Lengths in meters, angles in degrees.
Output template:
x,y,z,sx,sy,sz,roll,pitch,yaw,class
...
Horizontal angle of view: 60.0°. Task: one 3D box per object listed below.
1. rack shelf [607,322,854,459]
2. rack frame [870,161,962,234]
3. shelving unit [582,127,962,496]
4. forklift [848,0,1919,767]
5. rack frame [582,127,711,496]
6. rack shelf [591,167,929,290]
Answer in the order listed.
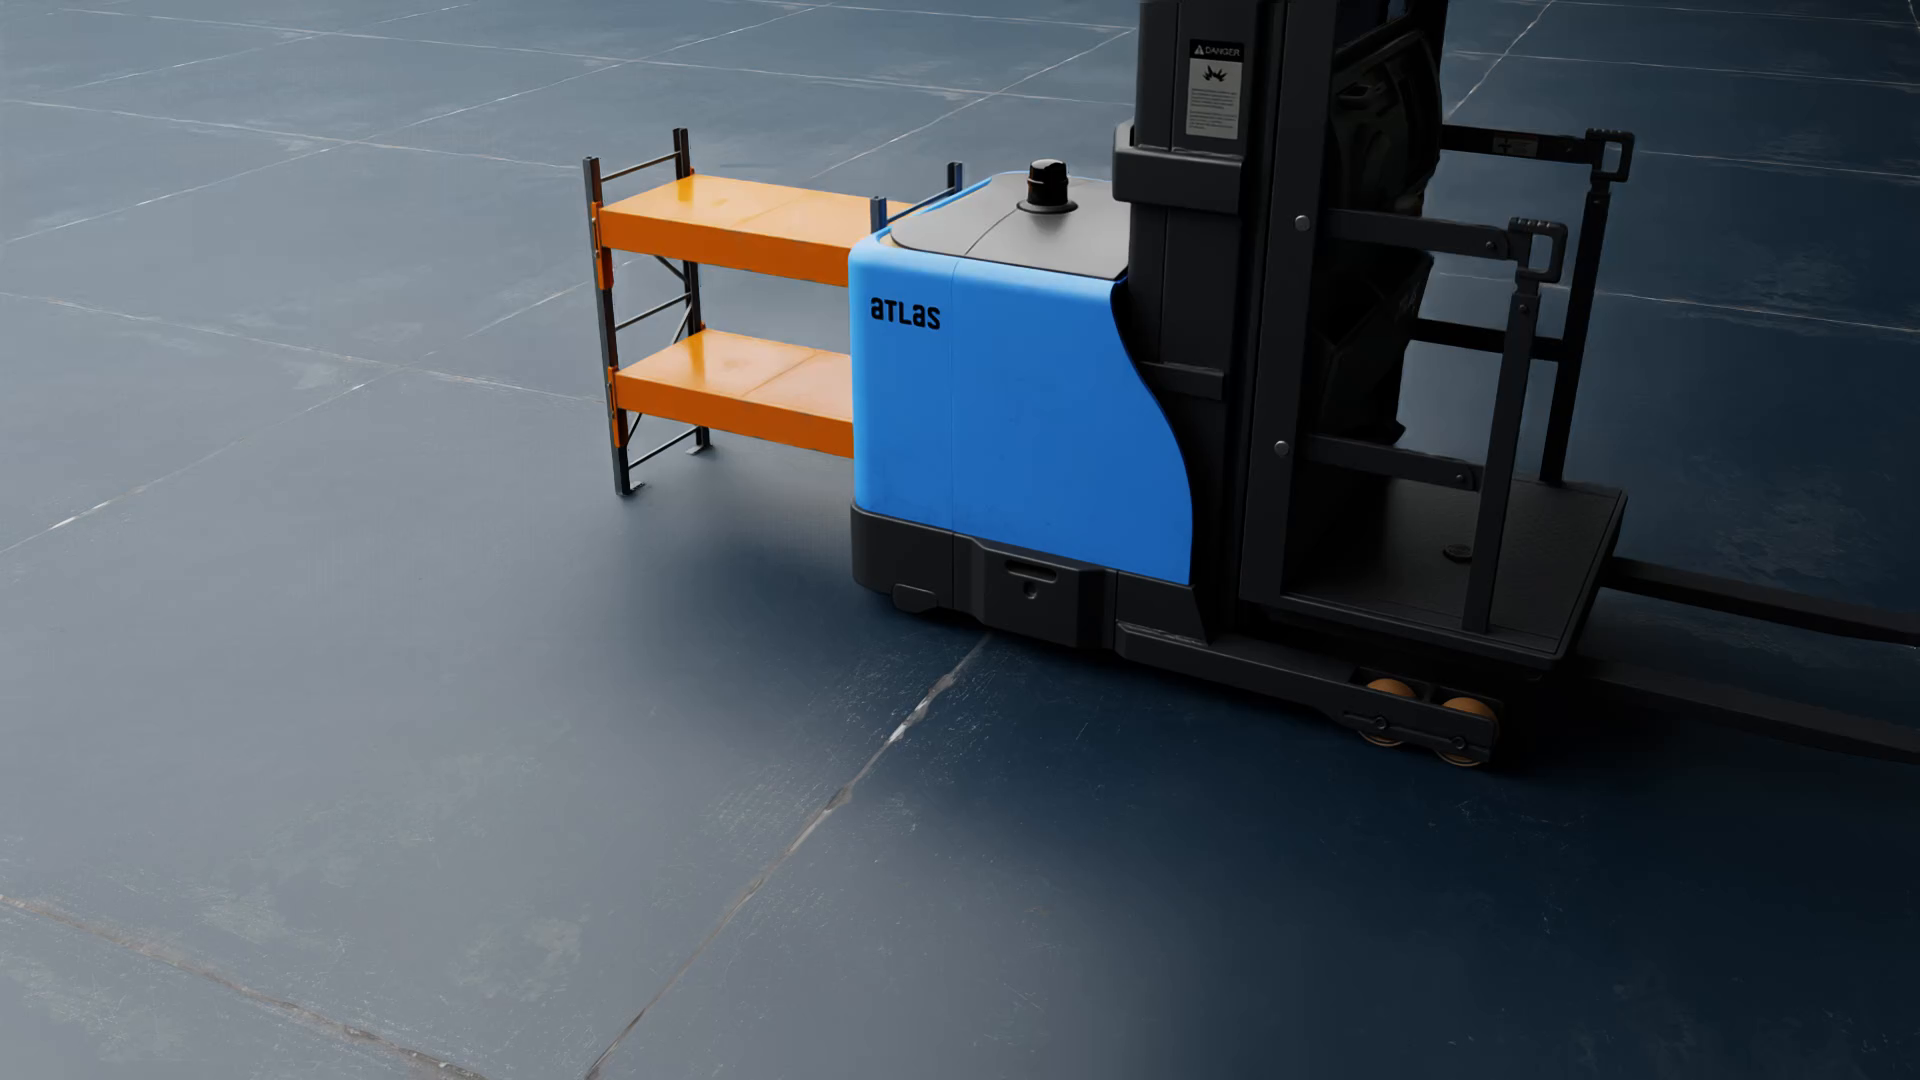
x,y,z,sx,sy,sz,roll,pitch,yaw,class
-0.572,-0.428,5.399,1.000,0.278,0.538,13,29,25,rack shelf
-0.122,-0.542,5.078,0.032,1.125,0.500,13,29,25,rack frame
-0.572,-0.647,5.291,1.048,1.125,0.538,13,29,25,shelving unit
1.231,-1.023,4.010,3.031,2.935,1.130,13,29,25,forklift
-1.022,-0.752,5.503,0.032,1.125,0.500,13,29,25,rack frame
-0.572,-0.910,5.161,1.000,0.278,0.538,13,29,25,rack shelf
